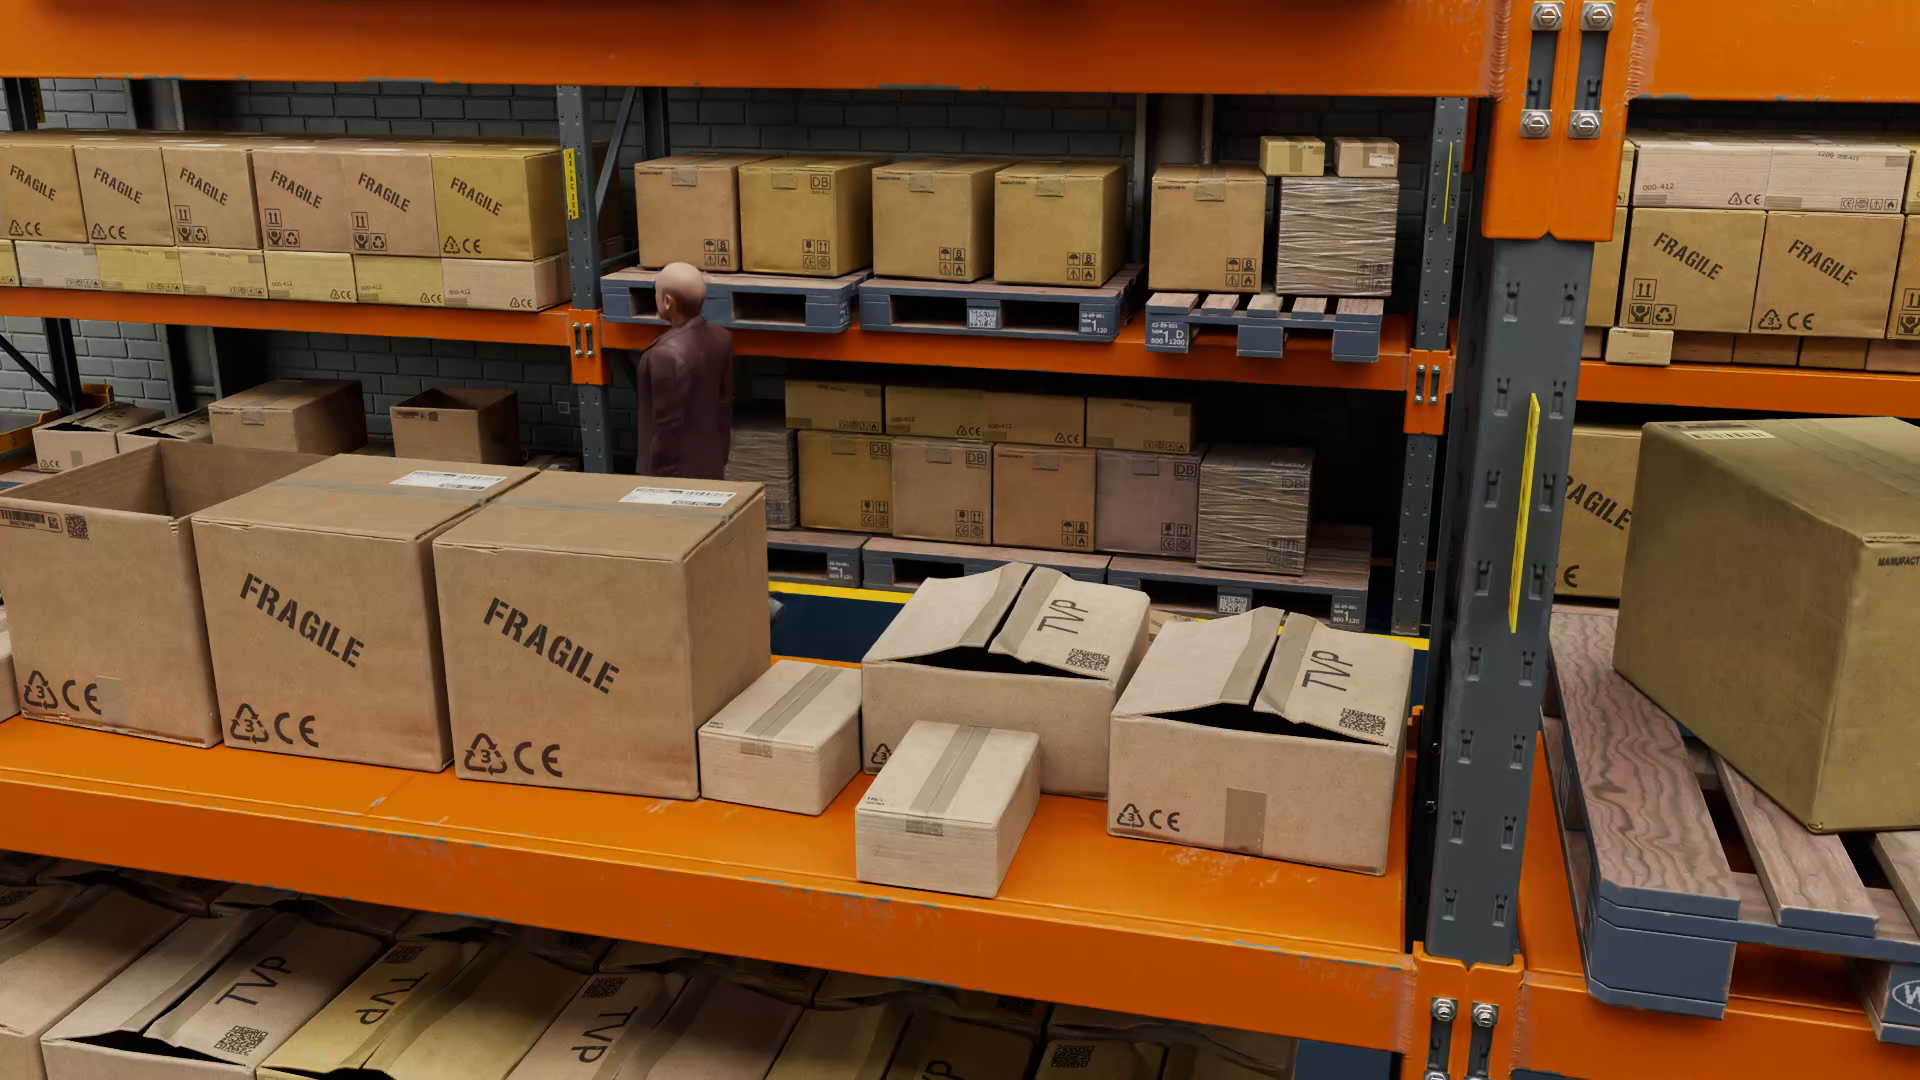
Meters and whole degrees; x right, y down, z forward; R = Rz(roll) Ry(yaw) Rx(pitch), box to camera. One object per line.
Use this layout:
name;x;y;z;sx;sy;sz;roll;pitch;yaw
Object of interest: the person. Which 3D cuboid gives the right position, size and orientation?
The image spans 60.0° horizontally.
person;-1.097;-0.257;6.803;0.686;1.761;0.576;6;19;18
